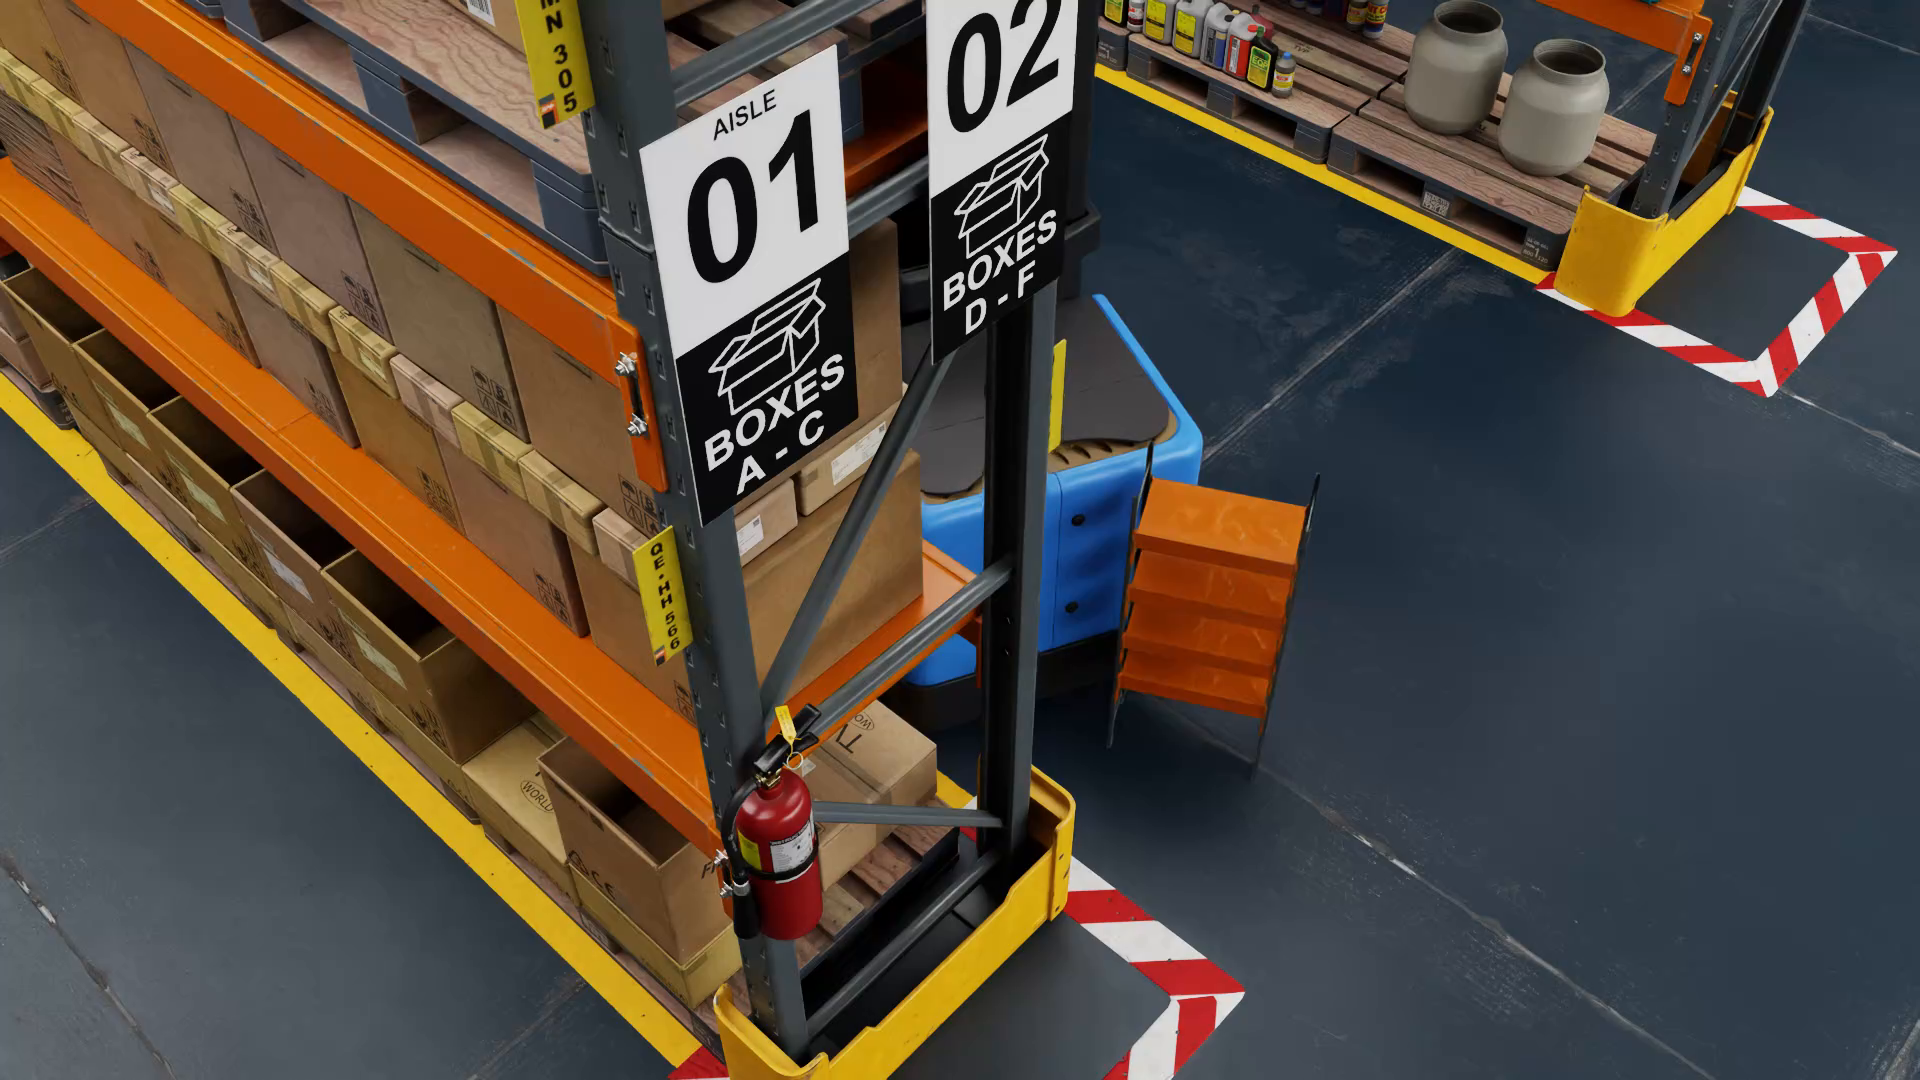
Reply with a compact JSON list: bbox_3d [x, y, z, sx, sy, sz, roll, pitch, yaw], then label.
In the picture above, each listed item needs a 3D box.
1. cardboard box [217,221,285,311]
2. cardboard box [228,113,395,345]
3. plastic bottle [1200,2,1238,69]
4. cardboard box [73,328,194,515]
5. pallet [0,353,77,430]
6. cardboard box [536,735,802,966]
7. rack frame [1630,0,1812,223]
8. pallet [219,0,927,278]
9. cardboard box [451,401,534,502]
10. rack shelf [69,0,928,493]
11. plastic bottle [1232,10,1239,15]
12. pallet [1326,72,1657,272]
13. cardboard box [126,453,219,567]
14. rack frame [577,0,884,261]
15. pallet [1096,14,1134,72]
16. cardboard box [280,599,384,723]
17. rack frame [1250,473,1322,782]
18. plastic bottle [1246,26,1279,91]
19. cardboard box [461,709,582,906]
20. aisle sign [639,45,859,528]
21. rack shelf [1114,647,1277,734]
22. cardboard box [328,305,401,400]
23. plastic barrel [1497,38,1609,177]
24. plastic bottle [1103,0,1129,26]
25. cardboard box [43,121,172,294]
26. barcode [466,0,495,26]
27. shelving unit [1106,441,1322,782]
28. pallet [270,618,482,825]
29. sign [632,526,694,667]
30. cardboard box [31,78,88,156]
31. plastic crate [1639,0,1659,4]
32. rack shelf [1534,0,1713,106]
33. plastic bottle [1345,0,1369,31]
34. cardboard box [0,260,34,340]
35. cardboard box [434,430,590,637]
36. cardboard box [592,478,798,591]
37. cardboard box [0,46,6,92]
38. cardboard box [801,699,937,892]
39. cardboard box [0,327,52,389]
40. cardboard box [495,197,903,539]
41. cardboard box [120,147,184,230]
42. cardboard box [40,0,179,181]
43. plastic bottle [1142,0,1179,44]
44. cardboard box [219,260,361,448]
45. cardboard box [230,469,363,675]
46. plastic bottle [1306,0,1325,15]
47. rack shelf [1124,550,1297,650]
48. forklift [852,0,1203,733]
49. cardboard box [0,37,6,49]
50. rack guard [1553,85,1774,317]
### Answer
[{"bbox_3d":[-1.728,-0.807,4.436,0.250,0.149,0.380,33,55,27],"label":"cardboard box"},{"bbox_3d":[-1.311,-0.946,4.122,0.500,0.500,0.700,34,56,28],"label":"cardboard box"},{"bbox_3d":[1.270,-2.449,8.058,0.135,0.276,0.152,32,55,27],"label":"plastic bottle"},{"bbox_3d":[-2.615,-0.495,5.741,0.500,0.500,0.500,34,55,28],"label":"cardboard box"},{"bbox_3d":[-3.684,-1.064,7.105,1.213,0.211,1.003,34,55,28],"label":"pallet"},{"bbox_3d":[-0.773,0.737,4.584,0.500,0.500,0.500,34,55,28],"label":"cardboard box"},{"bbox_3d":[3.186,-2.349,6.398,0.127,3.000,1.000,34,55,28],"label":"rack frame"},{"bbox_3d":[-0.679,-1.058,3.189,1.213,0.211,1.003,34,55,28],"label":"pallet"},{"bbox_3d":[-0.968,-0.296,3.957,0.250,0.149,0.380,33,55,27],"label":"cardboard box"},{"bbox_3d":[-1.646,-1.467,4.006,4.000,0.370,1.077,34,55,28],"label":"rack shelf"},{"bbox_3d":[1.341,-2.499,8.157,0.097,0.201,0.097,0,47,0],"label":"plastic bottle"},{"bbox_3d":[2.504,-1.812,7.806,1.213,0.211,1.003,34,55,28],"label":"pallet"},{"bbox_3d":[-2.617,-0.236,6.012,0.500,0.250,0.500,34,55,28],"label":"cardboard box"},{"bbox_3d":[-0.177,-1.751,1.722,0.127,3.000,1.000,34,55,28],"label":"rack frame"},{"bbox_3d":[0.711,-3.018,8.939,1.213,0.211,1.003,34,55,28],"label":"pallet"},{"bbox_3d":[-1.882,0.258,5.549,0.500,0.250,0.500,34,55,28],"label":"cardboard box"},{"bbox_3d":[1.000,0.303,5.143,0.015,1.200,0.240,12,48,11],"label":"rack frame"},{"bbox_3d":[1.440,-2.291,7.905,0.133,0.283,0.061,35,56,28],"label":"plastic bottle"},{"bbox_3d":[-1.147,0.752,5.084,0.500,0.250,0.500,34,55,28],"label":"cardboard box"},{"bbox_3d":[-0.328,-0.398,2.783,0.004,0.787,0.394,34,55,28],"label":"aisle sign"},{"bbox_3d":[0.765,0.436,5.382,0.480,0.148,0.258,12,48,11],"label":"rack shelf"},{"bbox_3d":[-1.345,-0.551,4.196,0.250,0.149,0.380,36,56,29],"label":"cardboard box"},{"bbox_3d":[2.650,-1.926,7.419,0.421,0.512,0.421,0,47,0],"label":"plastic barrel"},{"bbox_3d":[0.790,-2.729,8.317,0.061,0.283,0.133,-36,56,-29],"label":"plastic bottle"},{"bbox_3d":[-2.394,-1.236,5.285,0.500,0.500,0.700,33,55,27],"label":"cardboard box"},{"bbox_3d":[-0.726,-0.814,2.501,0.075,0.075,0.001,34,55,28],"label":"barcode"},{"bbox_3d":[0.765,0.254,5.188,0.503,1.200,0.258,12,48,11],"label":"shelving unit"},{"bbox_3d":[-1.659,0.298,5.825,1.213,0.211,1.003,34,55,28],"label":"pallet"},{"bbox_3d":[-0.555,0.109,3.134,0.005,0.325,0.100,34,55,28],"label":"sign"},{"bbox_3d":[-2.481,-1.315,4.914,0.250,0.149,0.380,33,55,27],"label":"cardboard box"},{"bbox_3d":[2.615,-2.386,6.534,0.616,0.251,0.499,34,55,28],"label":"plastic crate"},{"bbox_3d":[1.716,-3.092,7.589,4.000,0.370,1.077,34,55,28],"label":"rack shelf"},{"bbox_3d":[1.988,-2.657,8.305,0.097,0.201,0.097,0,47,0],"label":"plastic bottle"},{"bbox_3d":[-3.608,-1.117,6.454,0.500,0.311,0.500,34,55,28],"label":"cardboard box"},{"bbox_3d":[-0.900,-0.227,4.337,0.500,0.500,0.700,35,56,29],"label":"cardboard box"},{"bbox_3d":[-0.587,-0.041,3.717,0.250,0.149,0.380,33,55,27],"label":"cardboard box"},{"bbox_3d":[-2.865,-1.571,5.154,0.250,0.149,0.380,35,56,28],"label":"cardboard box"},{"bbox_3d":[-0.420,0.715,5.119,0.500,0.250,0.500,34,55,28],"label":"cardboard box"},{"bbox_3d":[-3.617,-0.928,6.662,0.500,0.250,0.500,33,55,27],"label":"cardboard box"},{"bbox_3d":[-0.550,-0.440,3.647,0.500,0.500,0.700,34,55,28],"label":"cardboard box"},{"bbox_3d":[-2.100,-1.060,4.674,0.250,0.149,0.380,32,55,27],"label":"cardboard box"},{"bbox_3d":[-2.046,-1.441,4.587,0.500,0.500,0.700,34,55,28],"label":"cardboard box"},{"bbox_3d":[1.009,-2.646,8.192,0.185,0.351,0.144,34,55,27],"label":"plastic bottle"},{"bbox_3d":[-1.651,-0.734,4.813,0.500,0.500,0.700,36,56,29],"label":"cardboard box"},{"bbox_3d":[-1.884,0.003,5.273,0.500,0.500,0.500,34,55,28],"label":"cardboard box"},{"bbox_3d":[1.813,-2.799,8.390,0.097,0.271,0.097,0,47,0],"label":"plastic bottle"},{"bbox_3d":[0.765,0.147,5.074,0.480,0.148,0.258,12,48,11],"label":"rack shelf"},{"bbox_3d":[-0.239,-1.453,5.603,1.130,2.935,3.031,-16,49,-14],"label":"forklift"},{"bbox_3d":[-2.786,-1.938,5.053,0.500,0.500,0.700,34,56,28],"label":"cardboard box"},{"bbox_3d":[3.098,-1.506,7.321,0.348,0.500,1.175,34,55,28],"label":"rack guard"}]
